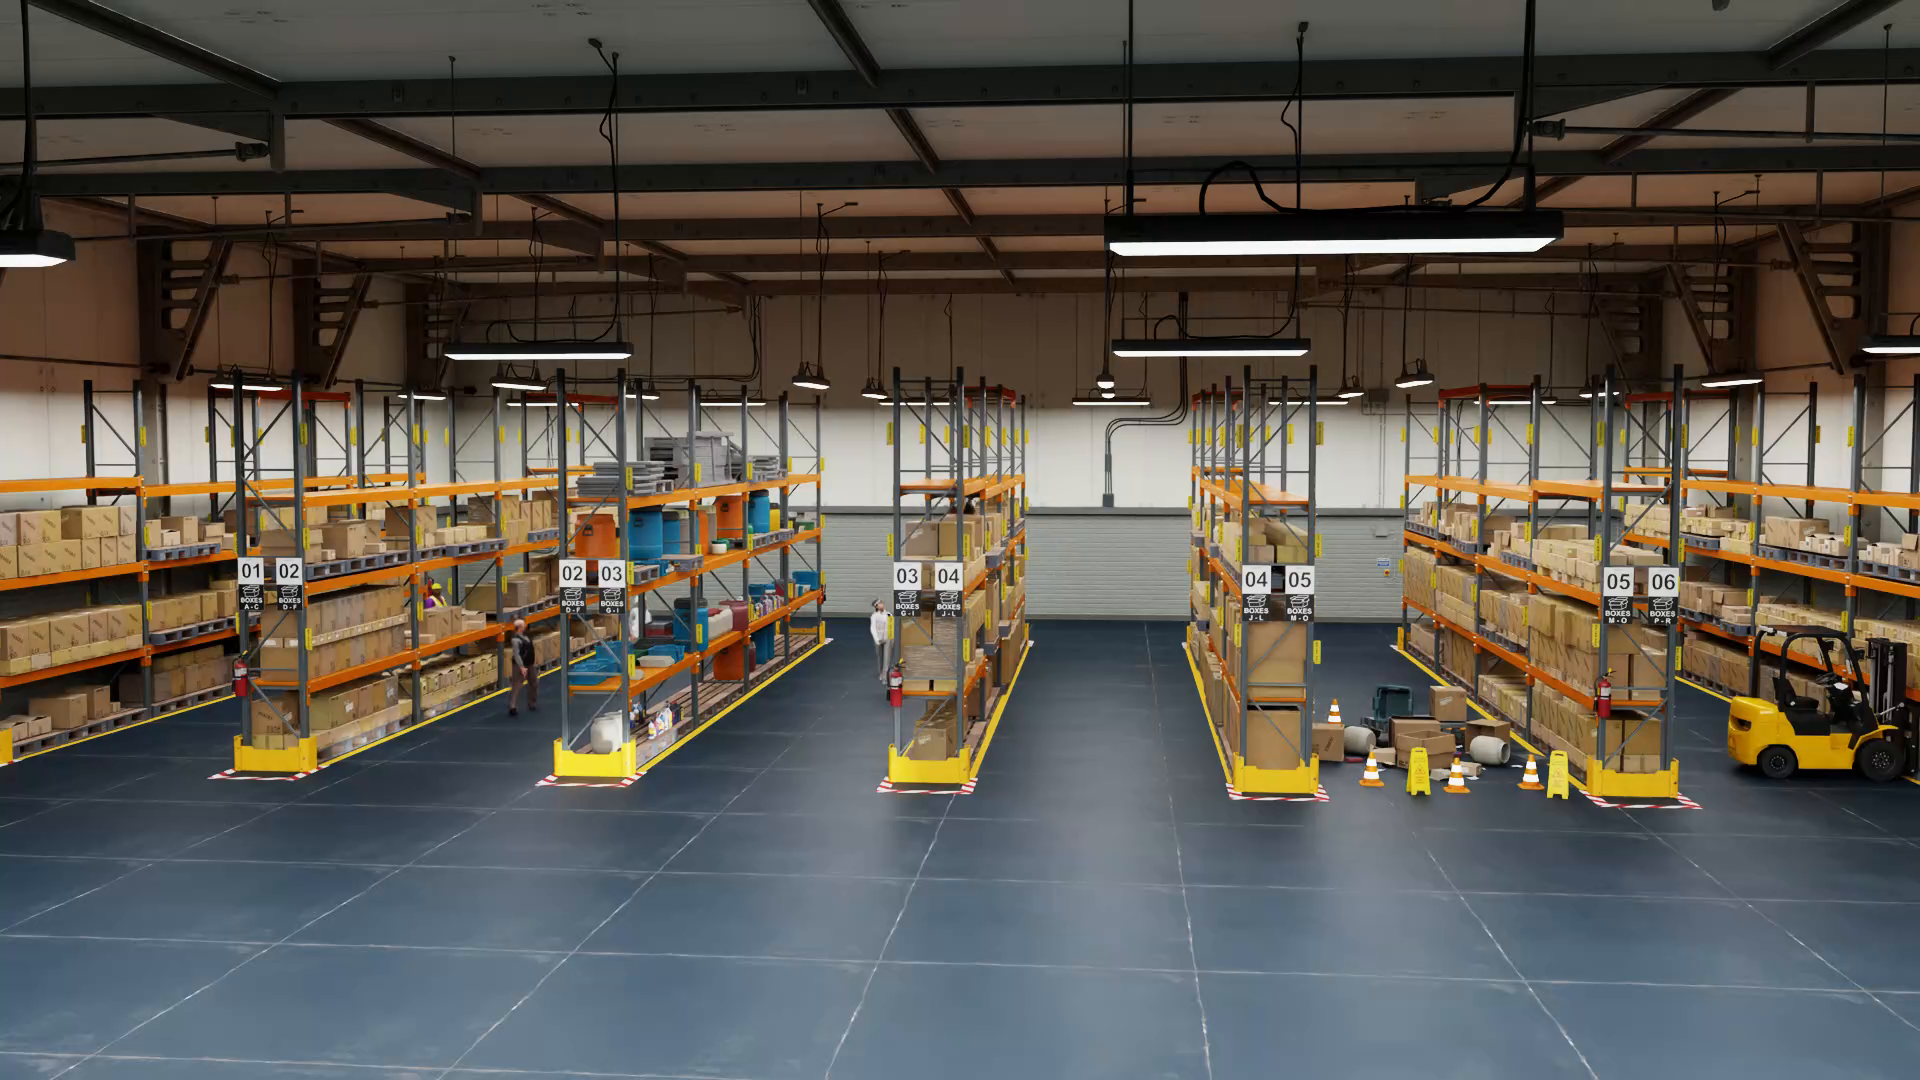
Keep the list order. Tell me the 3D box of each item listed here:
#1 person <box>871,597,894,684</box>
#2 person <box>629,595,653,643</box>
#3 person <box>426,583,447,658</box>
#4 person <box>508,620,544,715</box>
[{"bbox_3d":[-1.488,1.910,31.800,0.457,1.637,0.936,0,4,3],"label":"person"},{"bbox_3d":[-6.605,2.002,34.514,0.596,1.743,0.621,-1,4,-19],"label":"person"},{"bbox_3d":[-11.525,1.848,36.736,0.438,1.793,0.596,0,4,6],"label":"person"},{"bbox_3d":[-7.861,2.306,30.036,0.509,1.757,0.684,1,4,21],"label":"person"}]
